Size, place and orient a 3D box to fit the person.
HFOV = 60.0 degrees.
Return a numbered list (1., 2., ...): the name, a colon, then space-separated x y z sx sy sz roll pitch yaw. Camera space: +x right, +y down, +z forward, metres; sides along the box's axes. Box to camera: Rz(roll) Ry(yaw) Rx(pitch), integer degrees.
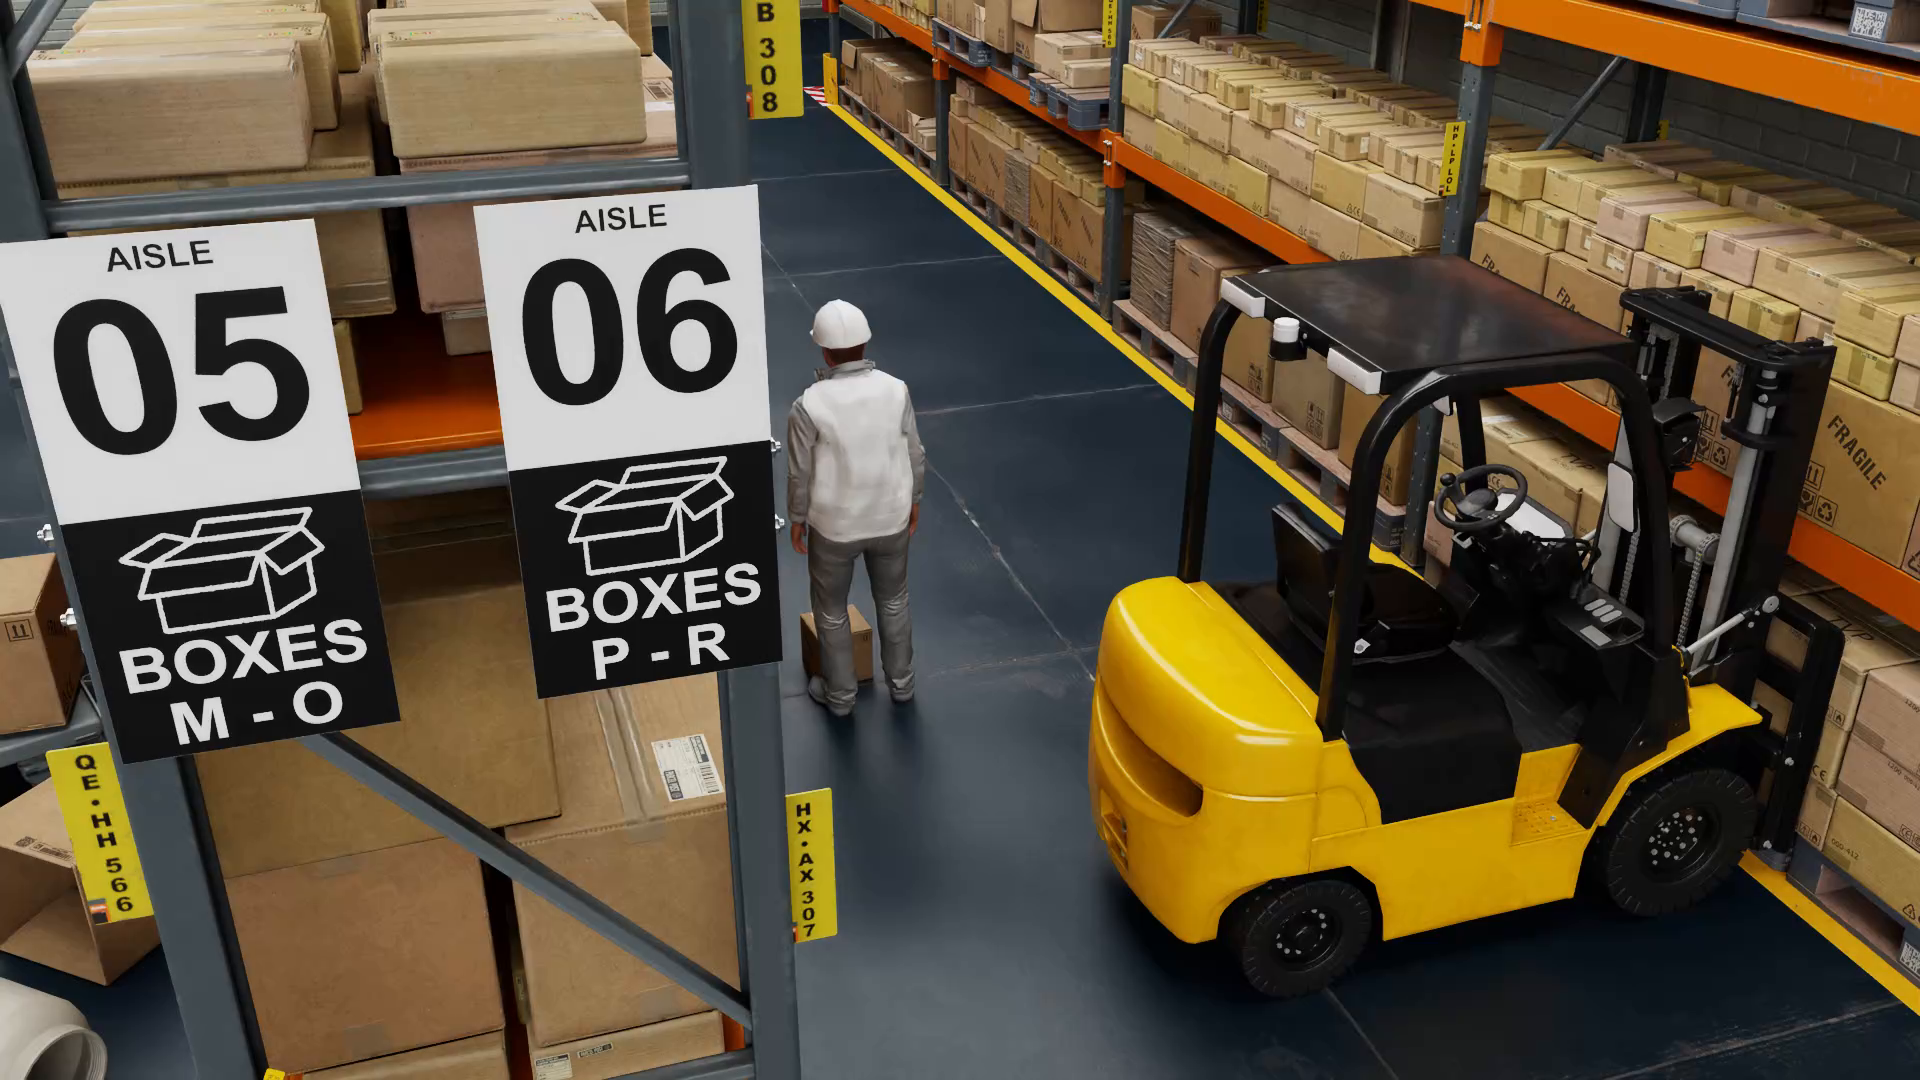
1. person: -0.427 -0.108 6.809 0.579 1.767 0.465 -10 28 -19
